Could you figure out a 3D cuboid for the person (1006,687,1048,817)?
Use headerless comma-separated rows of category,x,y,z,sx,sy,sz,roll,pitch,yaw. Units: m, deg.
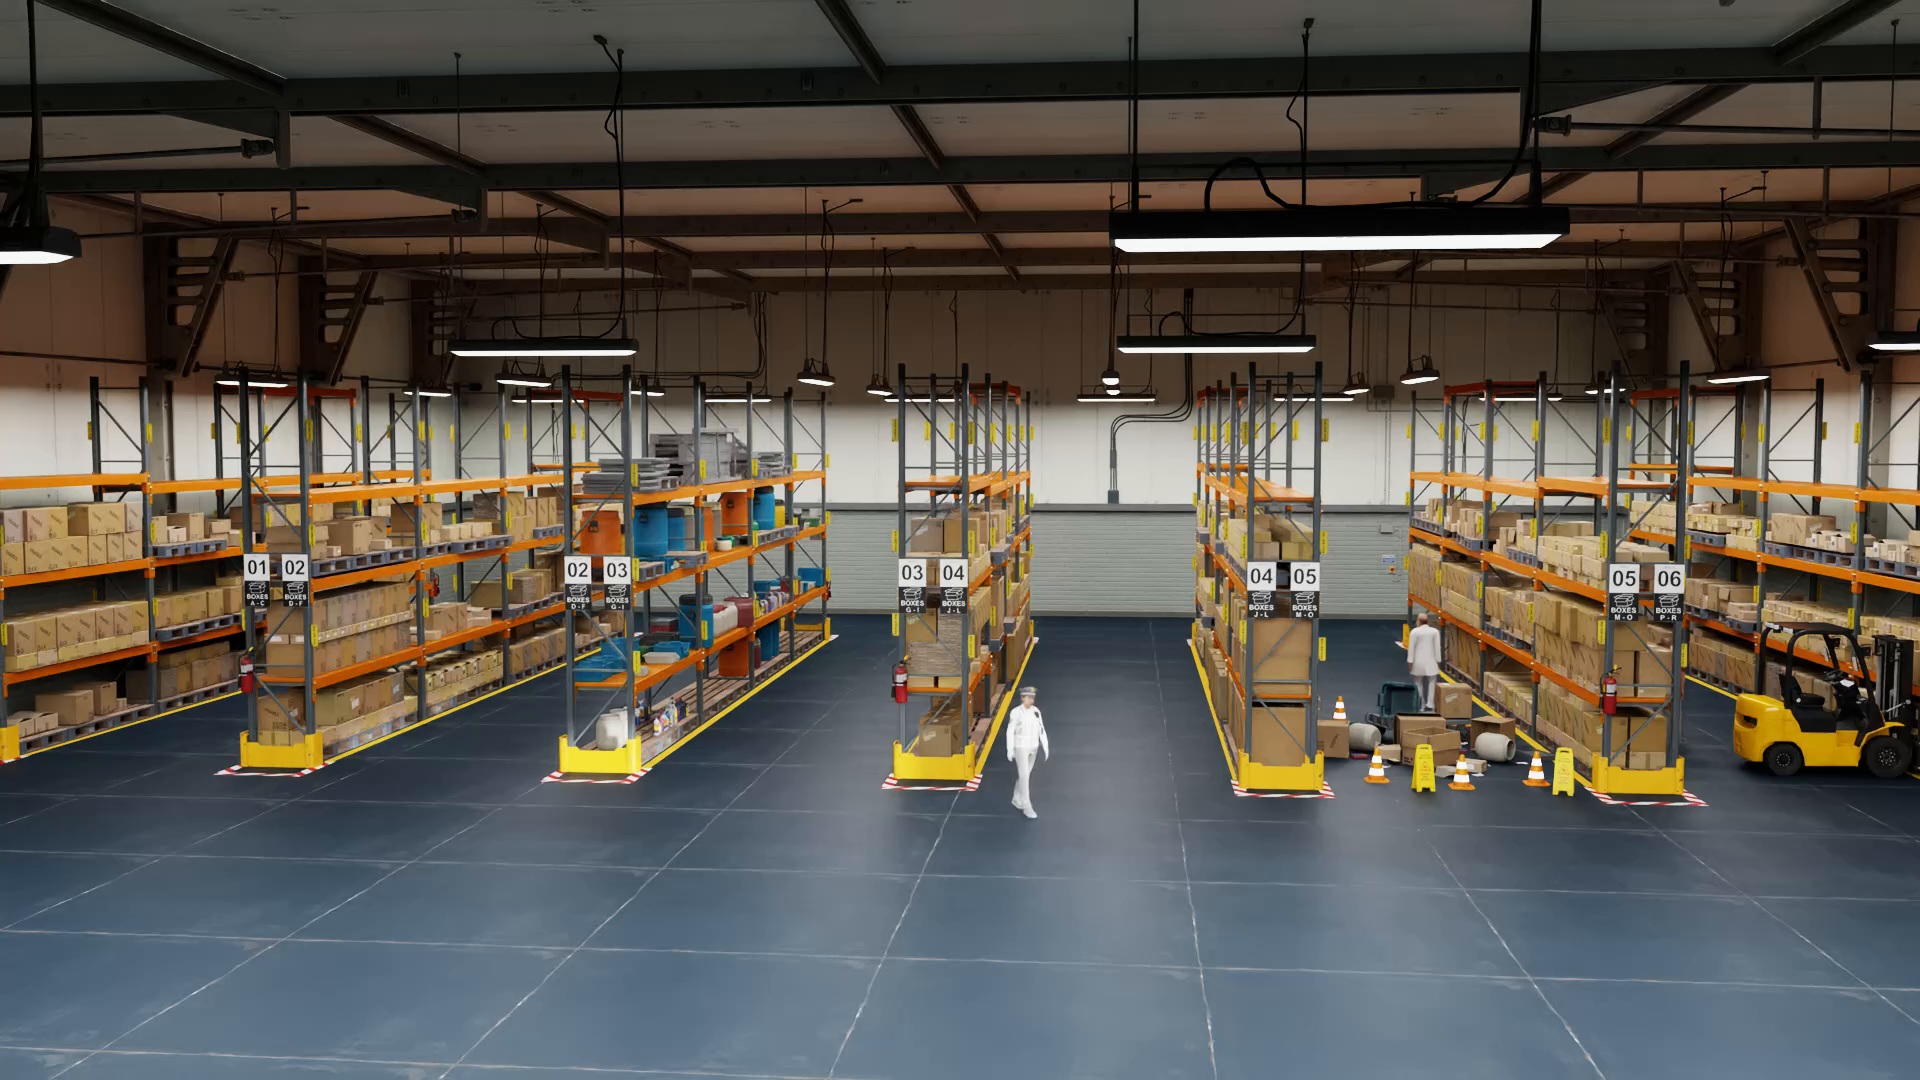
person,0.906,2.756,21.872,0.535,1.650,0.825,-3,5,-36

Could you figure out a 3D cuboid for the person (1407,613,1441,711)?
person,8.342,2.201,29.895,0.614,1.775,0.613,0,4,4

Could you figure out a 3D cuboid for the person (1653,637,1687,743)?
person,11.381,2.430,26.747,0.579,1.723,0.565,0,4,4
